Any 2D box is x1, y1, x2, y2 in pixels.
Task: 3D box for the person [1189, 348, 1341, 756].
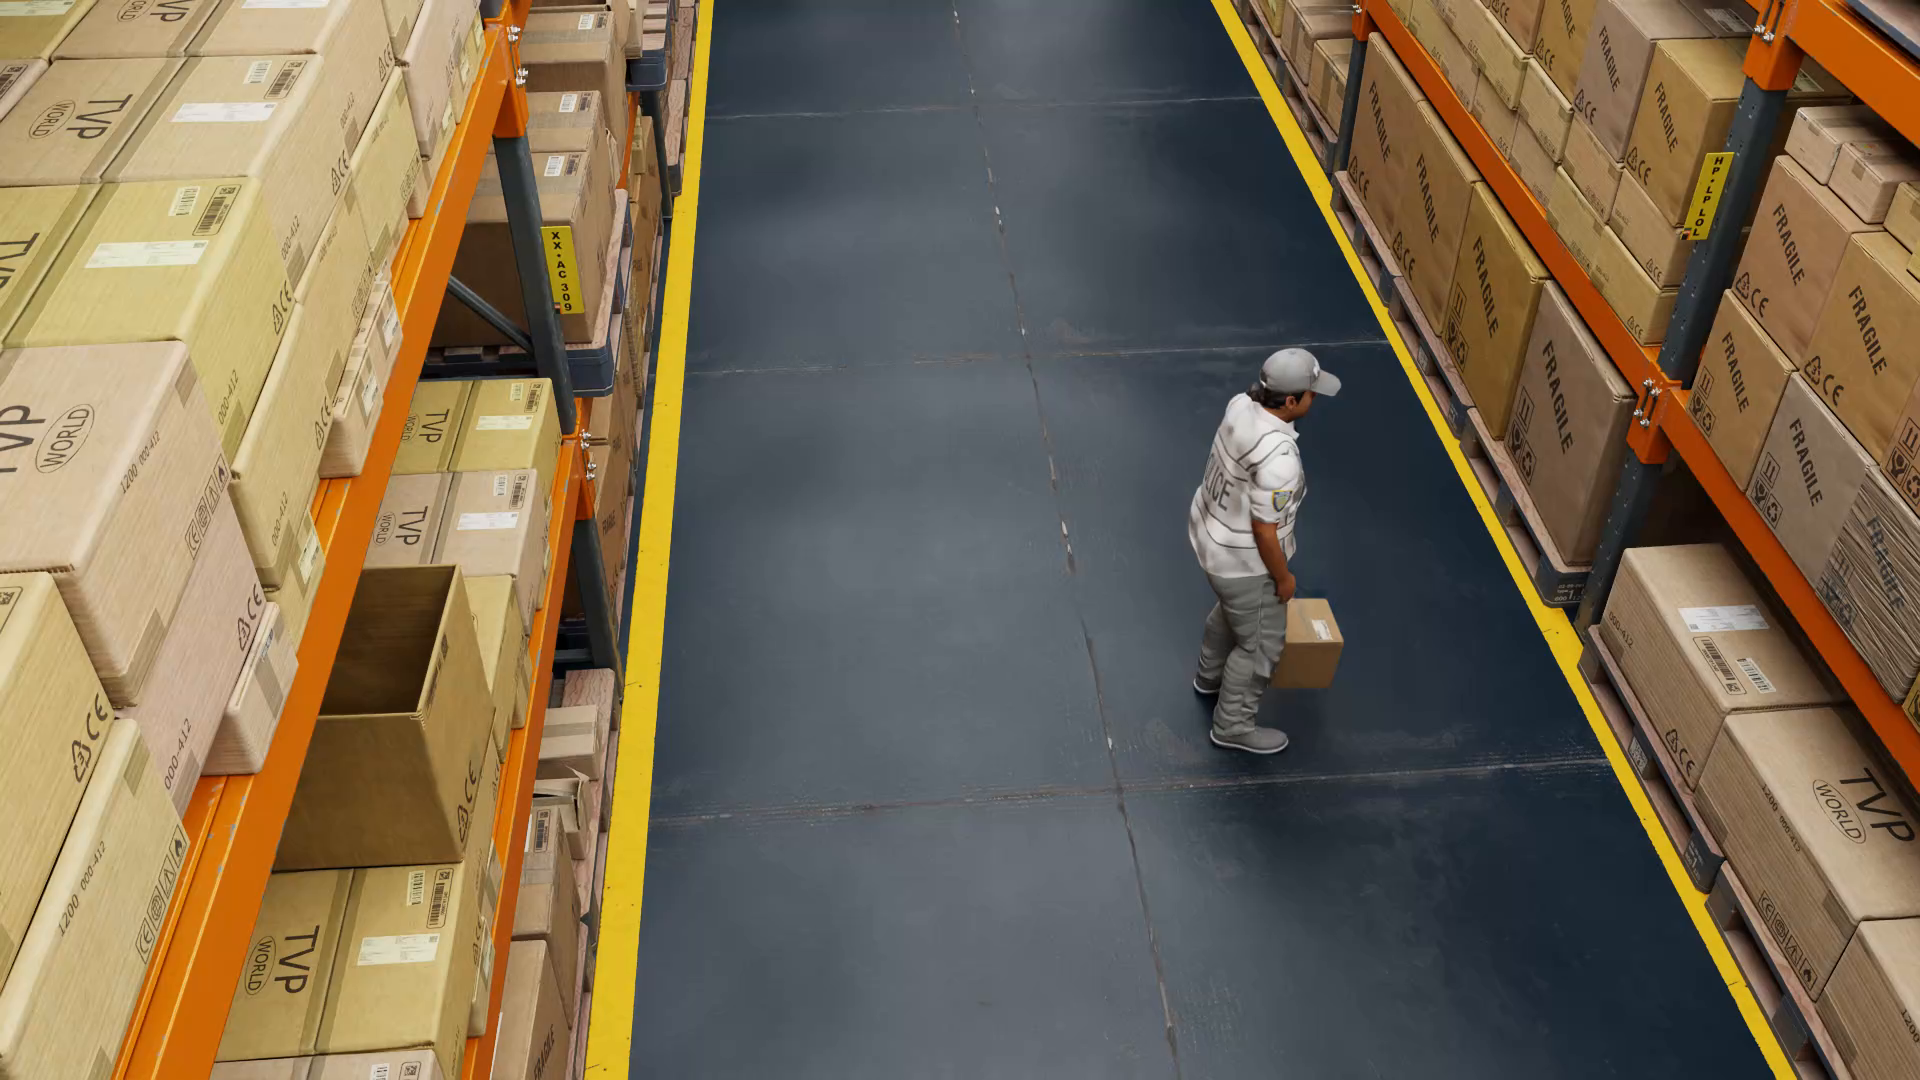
[{"bbox_3d":[1.082,0.032,6.109,0.451,1.668,0.532,-4,40,-5],"label":"person"}]
